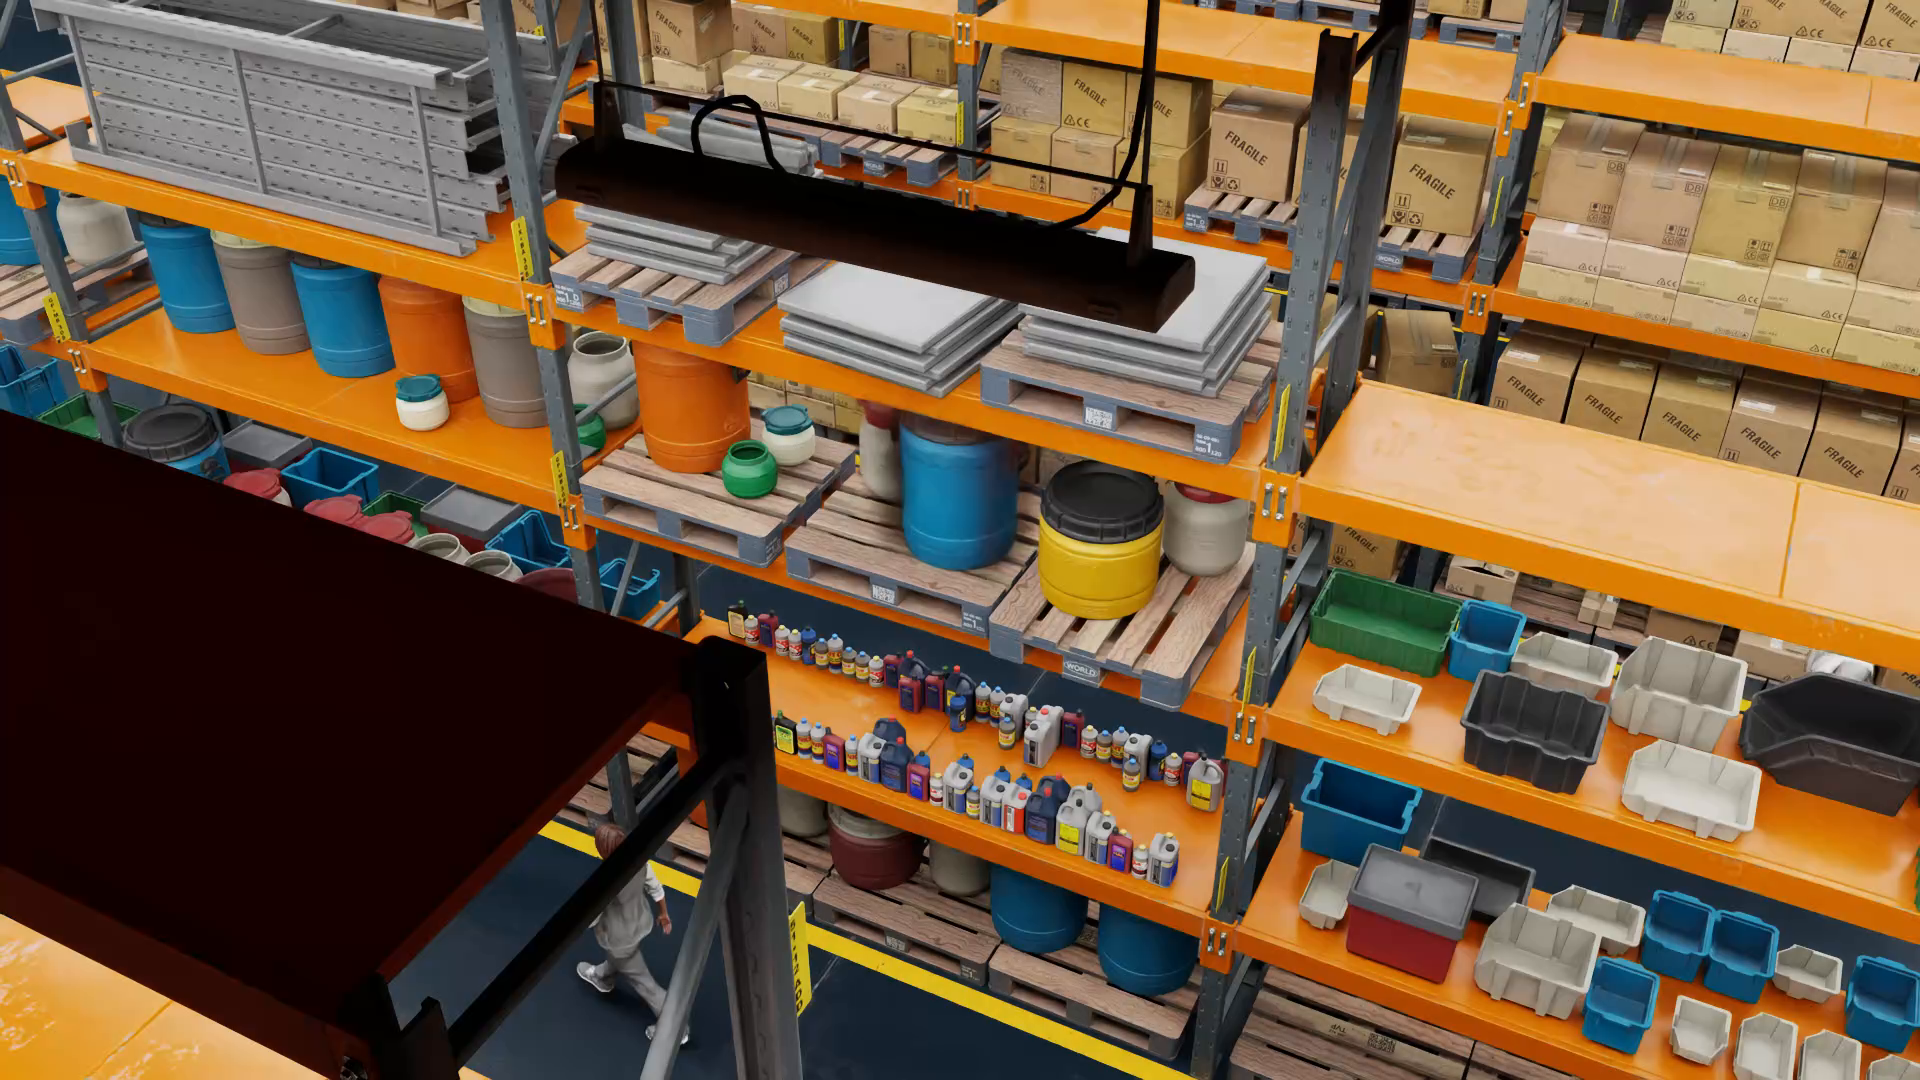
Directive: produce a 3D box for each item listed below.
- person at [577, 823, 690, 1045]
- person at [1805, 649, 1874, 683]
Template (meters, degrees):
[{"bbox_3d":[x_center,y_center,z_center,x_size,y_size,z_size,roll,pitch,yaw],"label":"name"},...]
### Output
[{"bbox_3d":[-1.952,2.162,9.400,0.914,1.552,0.435,17,39,23],"label":"person"},{"bbox_3d":[5.502,1.082,10.778,1.087,1.711,0.618,14,37,19],"label":"person"}]
